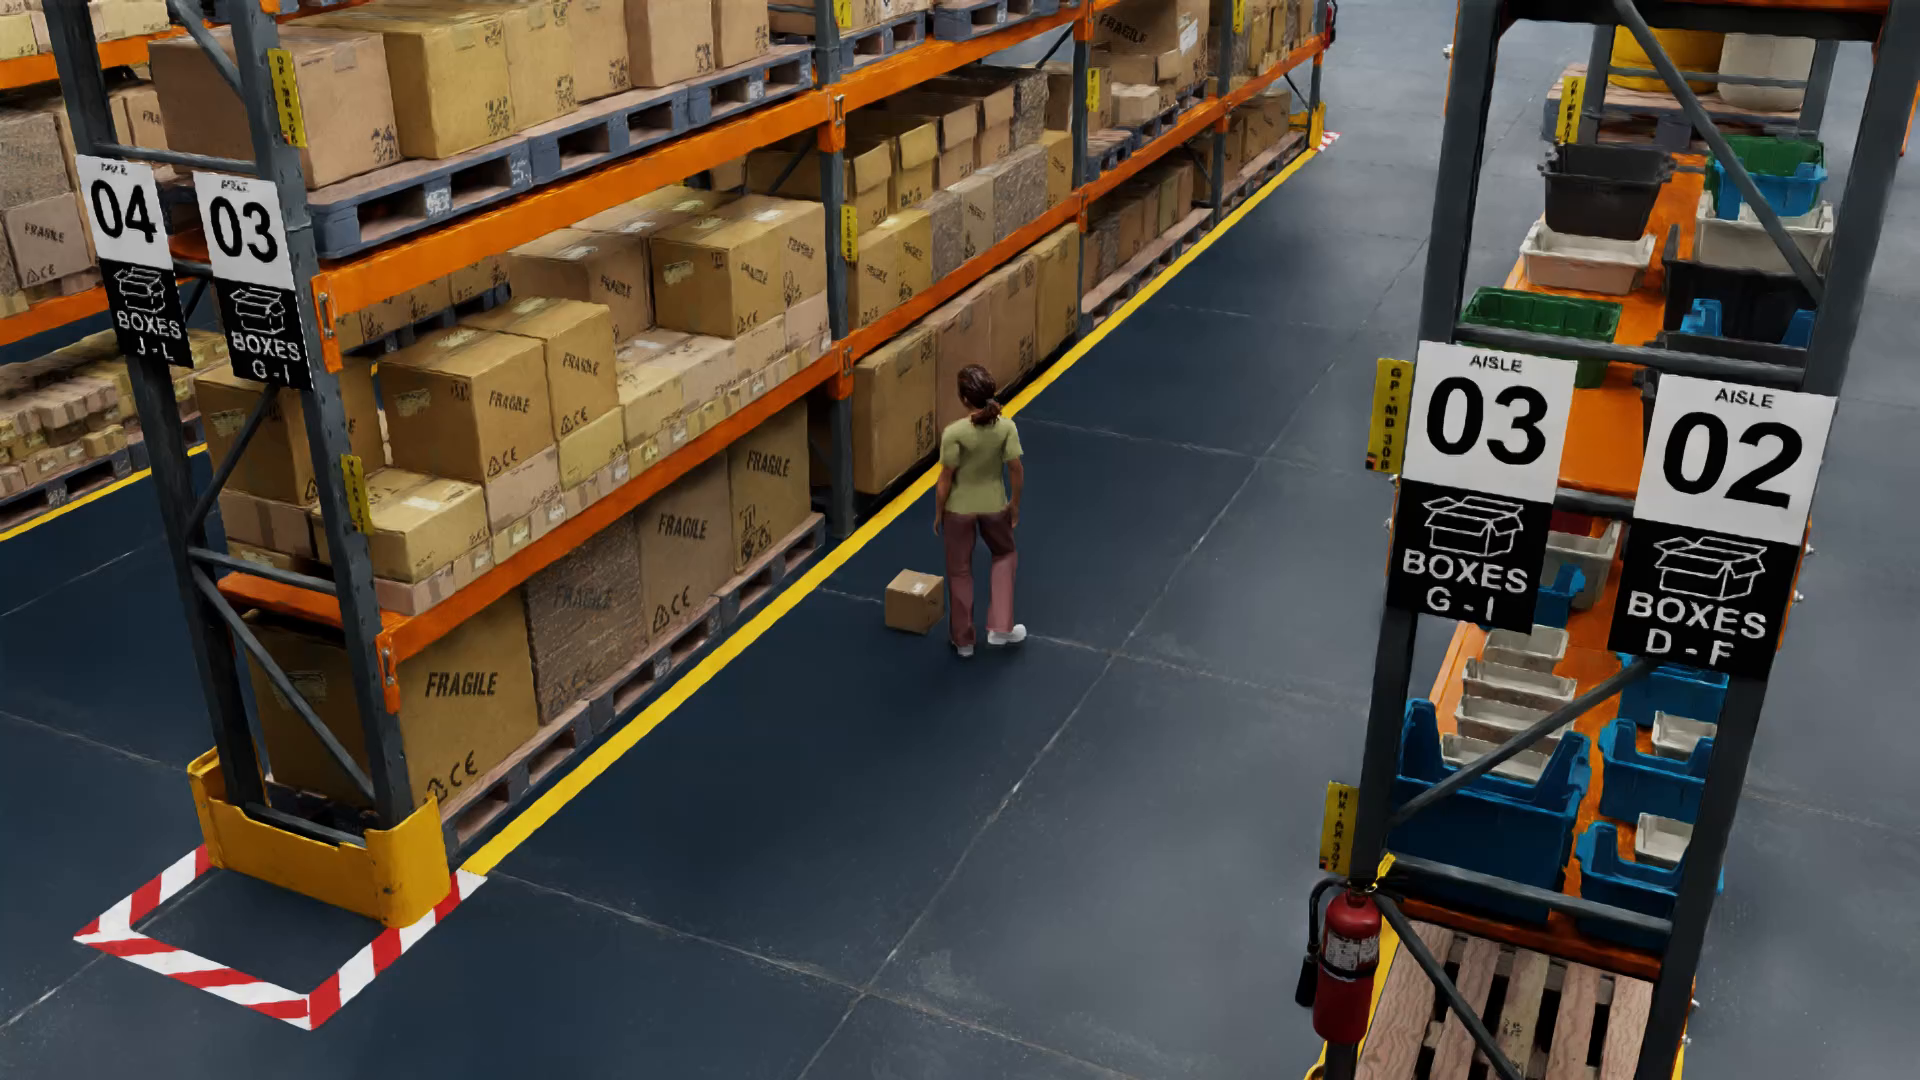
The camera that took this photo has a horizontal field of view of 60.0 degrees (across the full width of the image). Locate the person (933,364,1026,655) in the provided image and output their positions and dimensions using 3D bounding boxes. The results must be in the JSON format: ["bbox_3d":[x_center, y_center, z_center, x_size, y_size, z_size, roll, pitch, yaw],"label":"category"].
[{"bbox_3d":[0.109,-0.139,8.918,0.525,1.636,0.389,-6,27,-12],"label":"person"}]
